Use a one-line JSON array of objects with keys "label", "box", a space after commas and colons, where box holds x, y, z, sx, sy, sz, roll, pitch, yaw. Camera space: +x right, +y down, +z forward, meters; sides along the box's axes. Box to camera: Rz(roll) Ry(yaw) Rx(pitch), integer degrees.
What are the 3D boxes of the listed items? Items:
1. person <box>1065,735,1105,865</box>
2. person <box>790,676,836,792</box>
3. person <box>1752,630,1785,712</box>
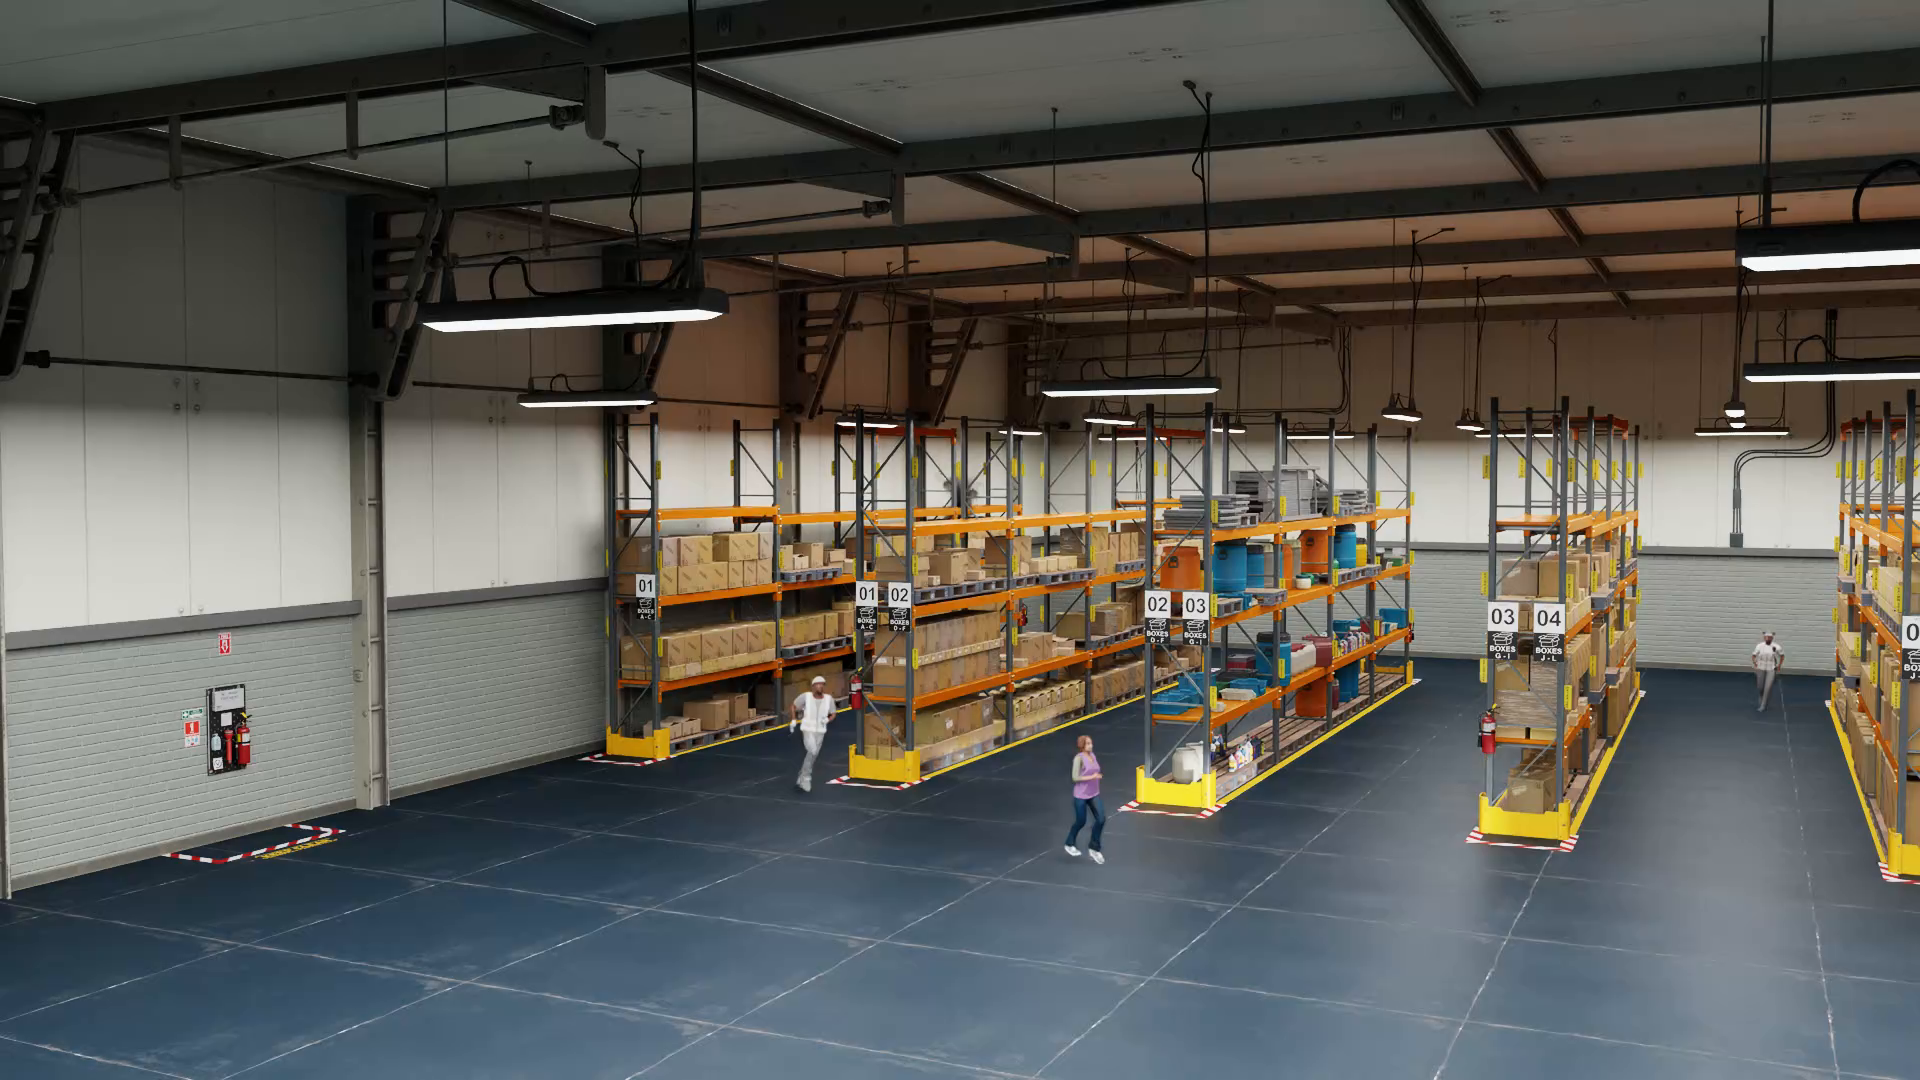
[{"label": "person", "box": [1.611, 3.301, 21.226, 0.516, 1.635, 0.677, -2, 3, -39]}, {"label": "person", "box": [-2.278, 3.014, 26.092, 0.701, 1.745, 0.685, -1, 3, -25]}, {"label": "person", "box": [16.852, 2.722, 34.698, 0.606, 1.676, 0.869, 2, 3, 33]}]
